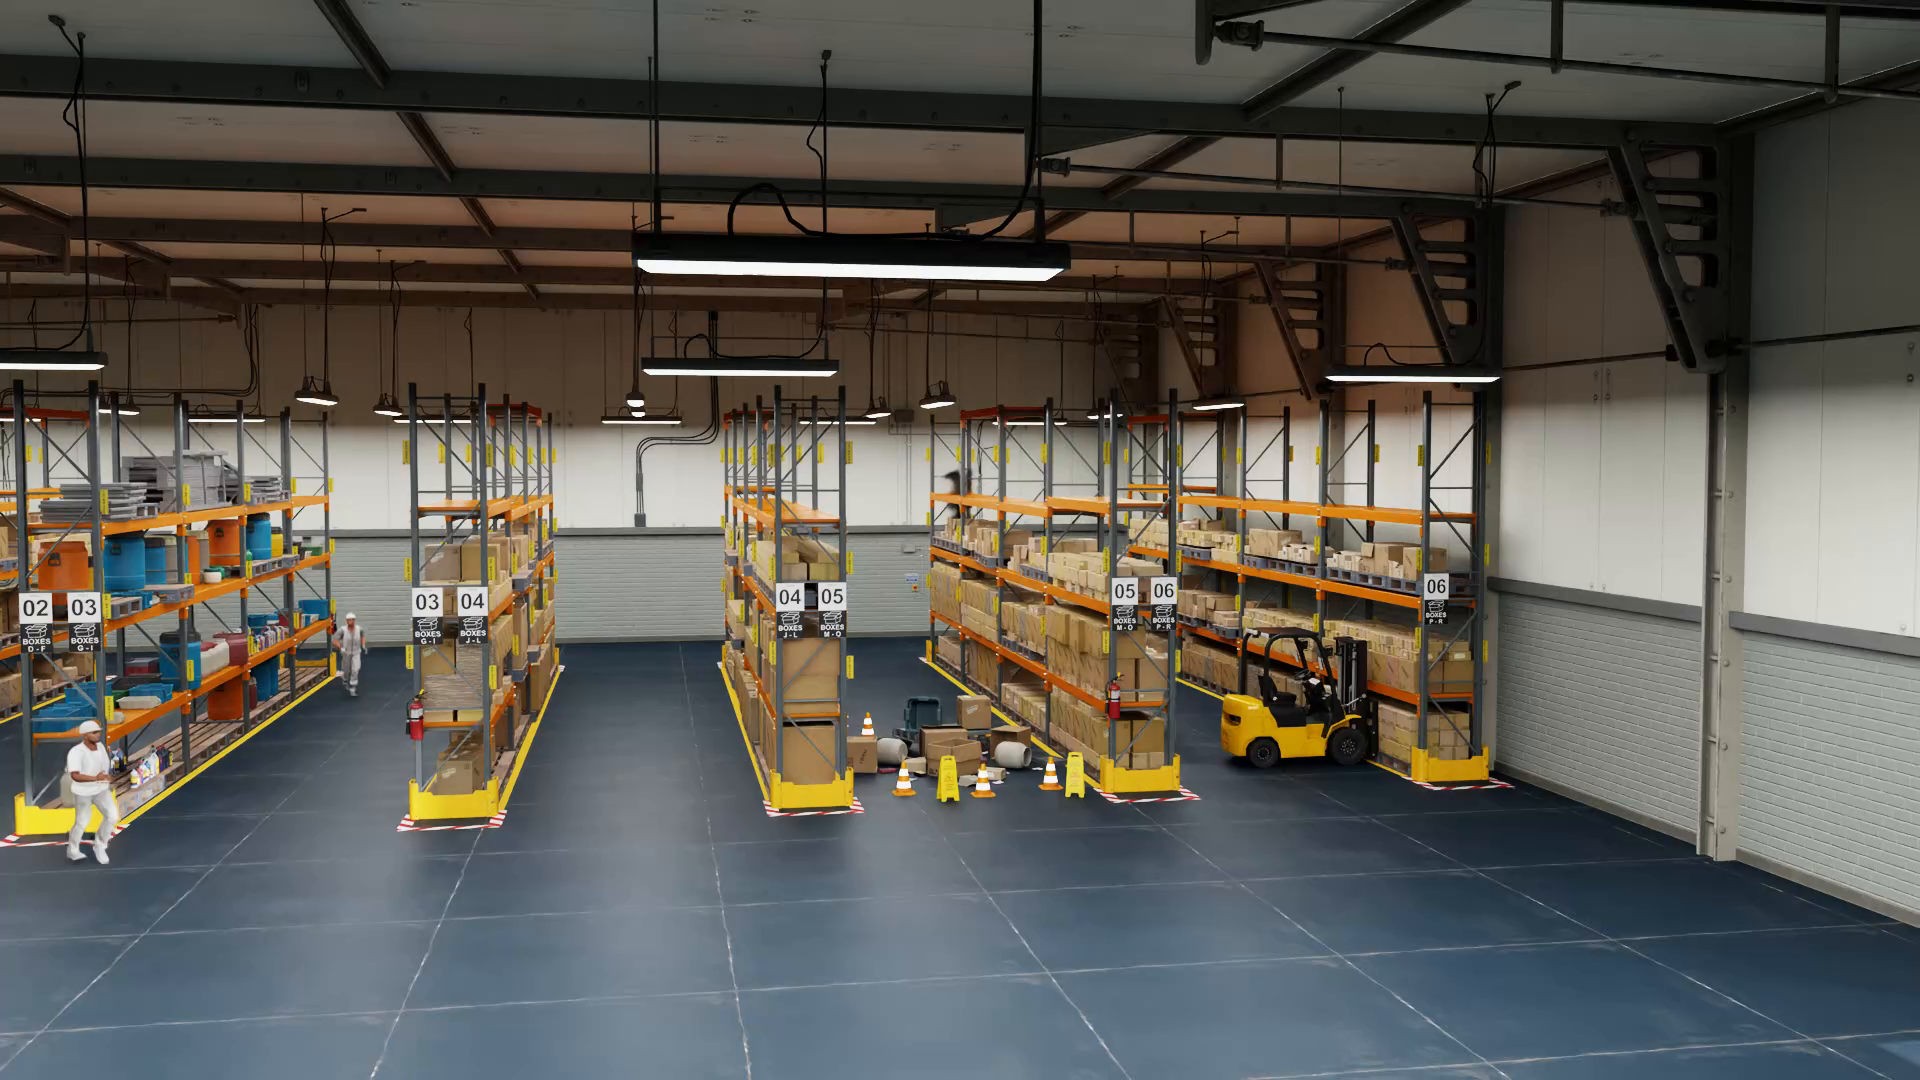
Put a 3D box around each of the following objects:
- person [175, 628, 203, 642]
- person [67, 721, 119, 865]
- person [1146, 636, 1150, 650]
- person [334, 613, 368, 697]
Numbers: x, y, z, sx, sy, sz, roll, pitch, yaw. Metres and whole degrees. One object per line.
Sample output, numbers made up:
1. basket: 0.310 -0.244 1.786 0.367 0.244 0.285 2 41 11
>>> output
1. person: -16.109 2.437 34.687 0.699 1.647 0.903 -2 4 -40
2. person: -10.600 3.095 20.313 0.811 1.785 0.653 1 3 24
3. person: 3.370 2.592 31.321 0.626 1.701 0.688 0 3 -2
4. person: -12.734 2.380 34.701 0.658 1.738 0.818 -2 3 -28
